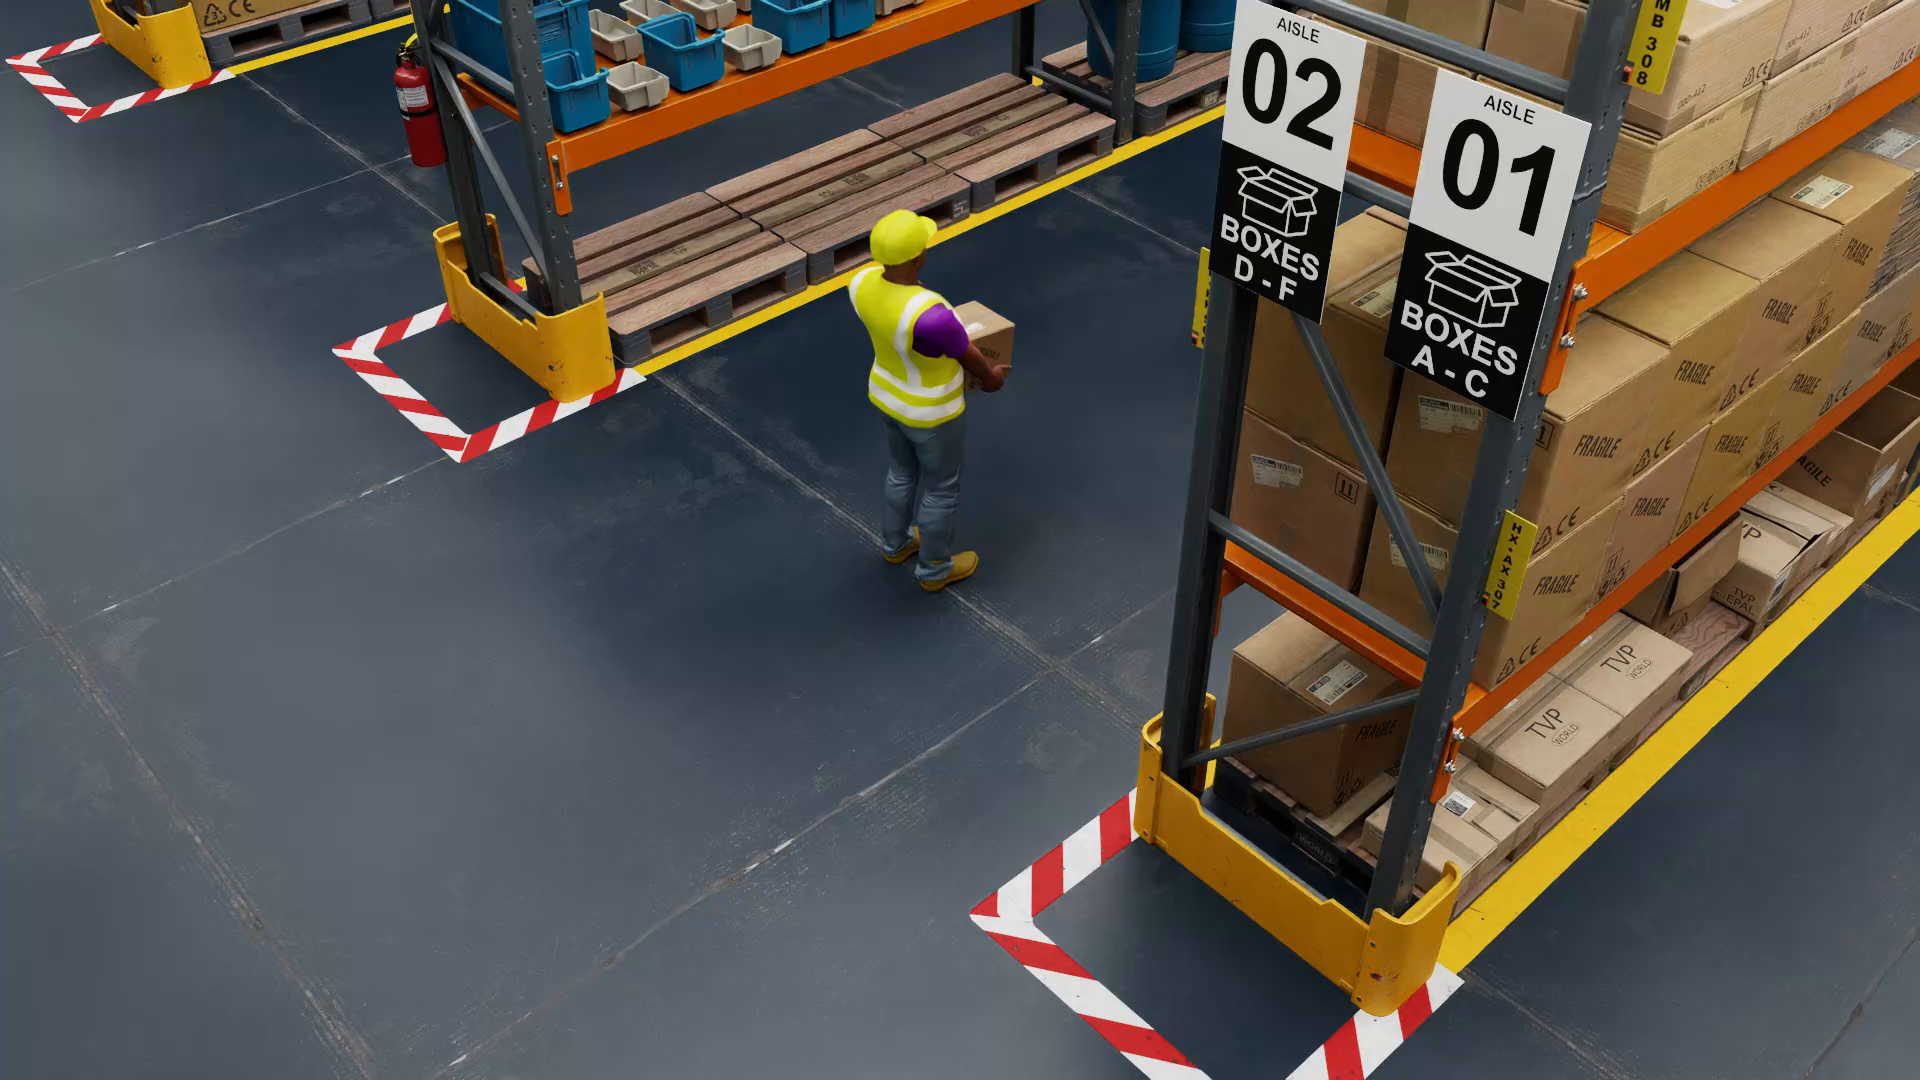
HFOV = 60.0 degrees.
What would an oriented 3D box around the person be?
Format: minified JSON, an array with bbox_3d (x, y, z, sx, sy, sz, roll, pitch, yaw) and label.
[{"bbox_3d":[-0.105,-0.612,6.883,0.587,1.758,0.503,-30,48,-31],"label":"person"}]
